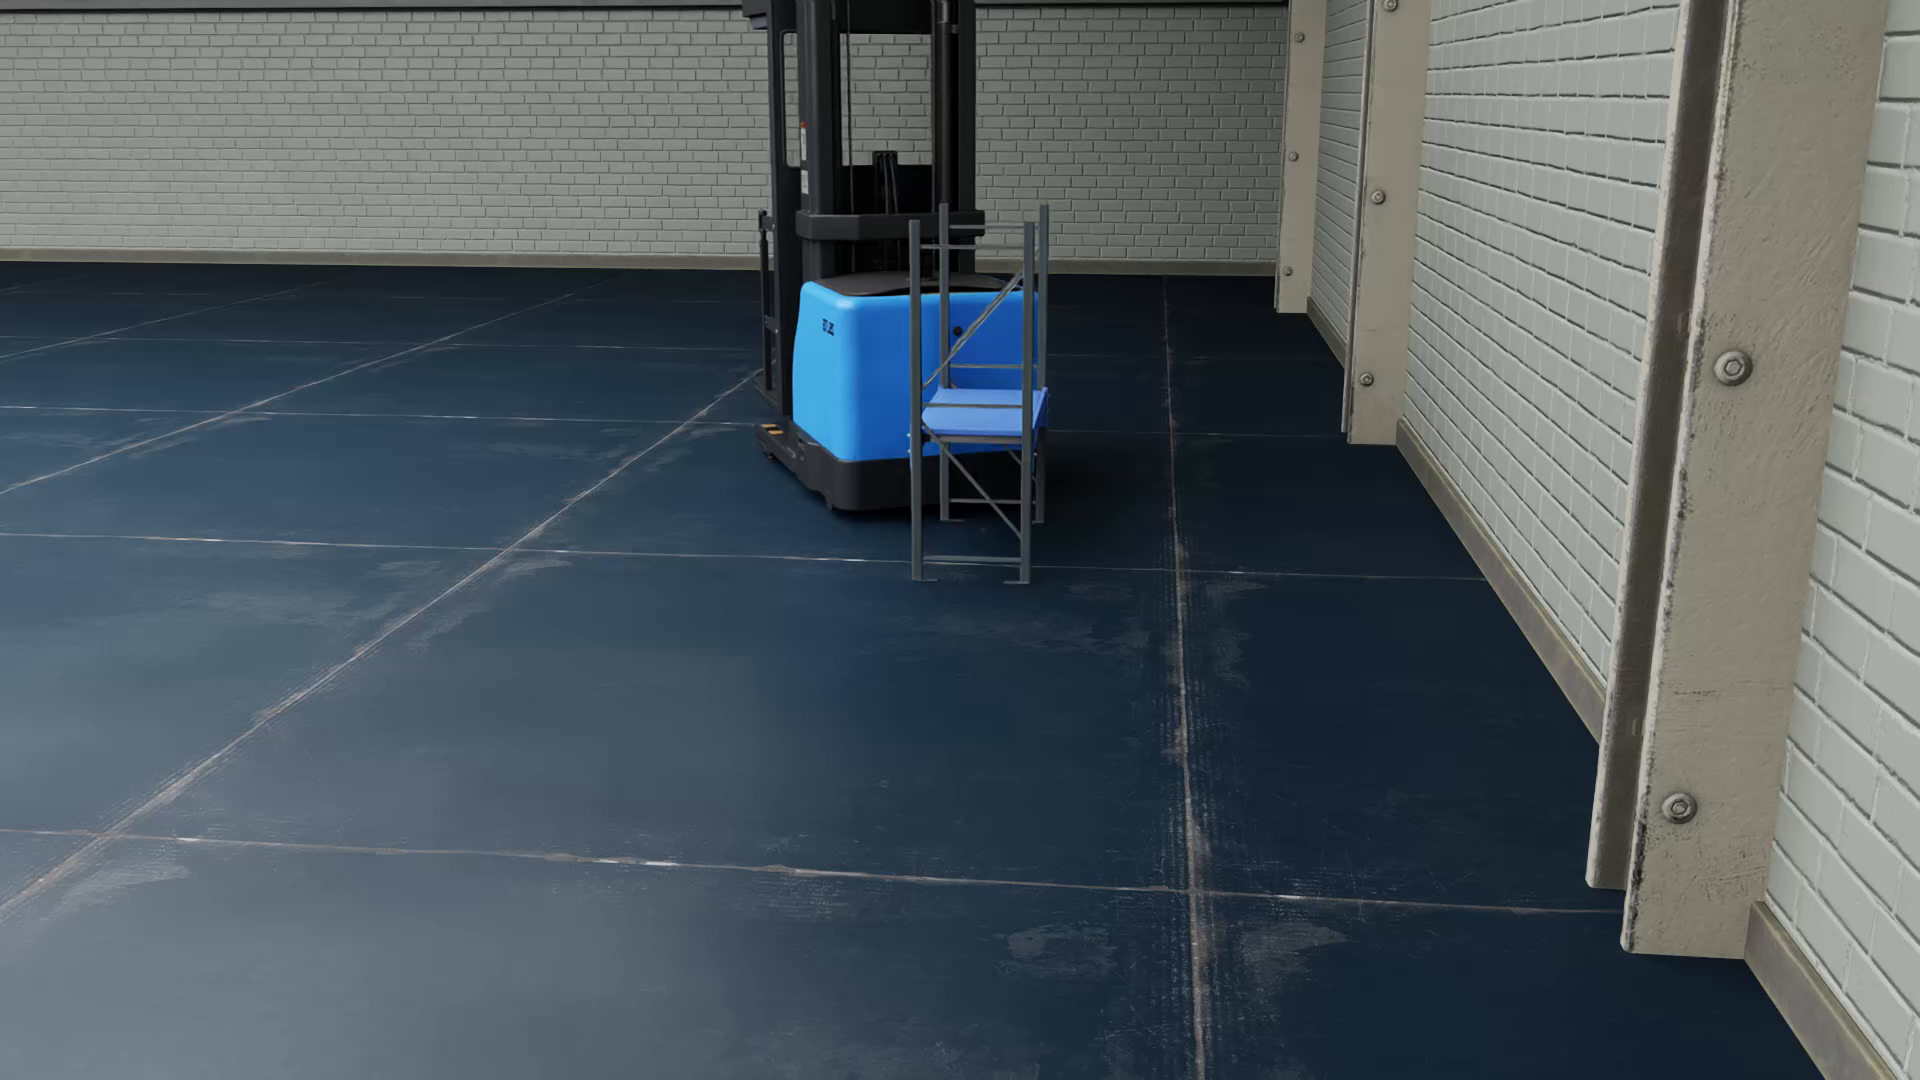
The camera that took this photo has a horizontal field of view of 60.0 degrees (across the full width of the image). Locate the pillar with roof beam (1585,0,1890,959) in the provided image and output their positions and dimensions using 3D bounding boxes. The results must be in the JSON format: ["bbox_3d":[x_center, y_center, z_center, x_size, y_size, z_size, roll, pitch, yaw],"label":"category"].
[{"bbox_3d":[-2.502,-3.526,3.464,9.100,9.000,0.400,2,15,6],"label":"pillar with roof beam"}]

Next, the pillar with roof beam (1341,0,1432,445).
[{"bbox_3d":[-1.825,-5.083,9.219,9.100,9.000,0.400,2,15,6],"label":"pillar with roof beam"}]

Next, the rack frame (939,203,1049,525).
[{"bbox_3d":[0.155,-0.808,7.778,0.500,1.500,0.032,2,15,6],"label":"rack frame"}]

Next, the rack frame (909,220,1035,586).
[{"bbox_3d":[0.047,-0.544,6.802,0.500,1.500,0.032,2,15,6],"label":"rack frame"}]

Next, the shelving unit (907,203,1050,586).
[{"bbox_3d":[0.101,-0.676,7.290,0.538,1.500,1.048,2,15,6],"label":"shelving unit"}]

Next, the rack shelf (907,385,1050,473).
[{"bbox_3d":[0.101,-0.503,7.337,0.538,0.185,1.000,2,15,6],"label":"rack shelf"}]

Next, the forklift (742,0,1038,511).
[{"bbox_3d":[-0.535,-1.895,9.054,1.130,2.935,3.031,-5,16,-17],"label":"forklift"}]

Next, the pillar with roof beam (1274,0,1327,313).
[{"bbox_3d":[-1.148,-6.639,14.974,9.100,9.000,0.400,2,15,6],"label":"pillar with roof beam"}]
